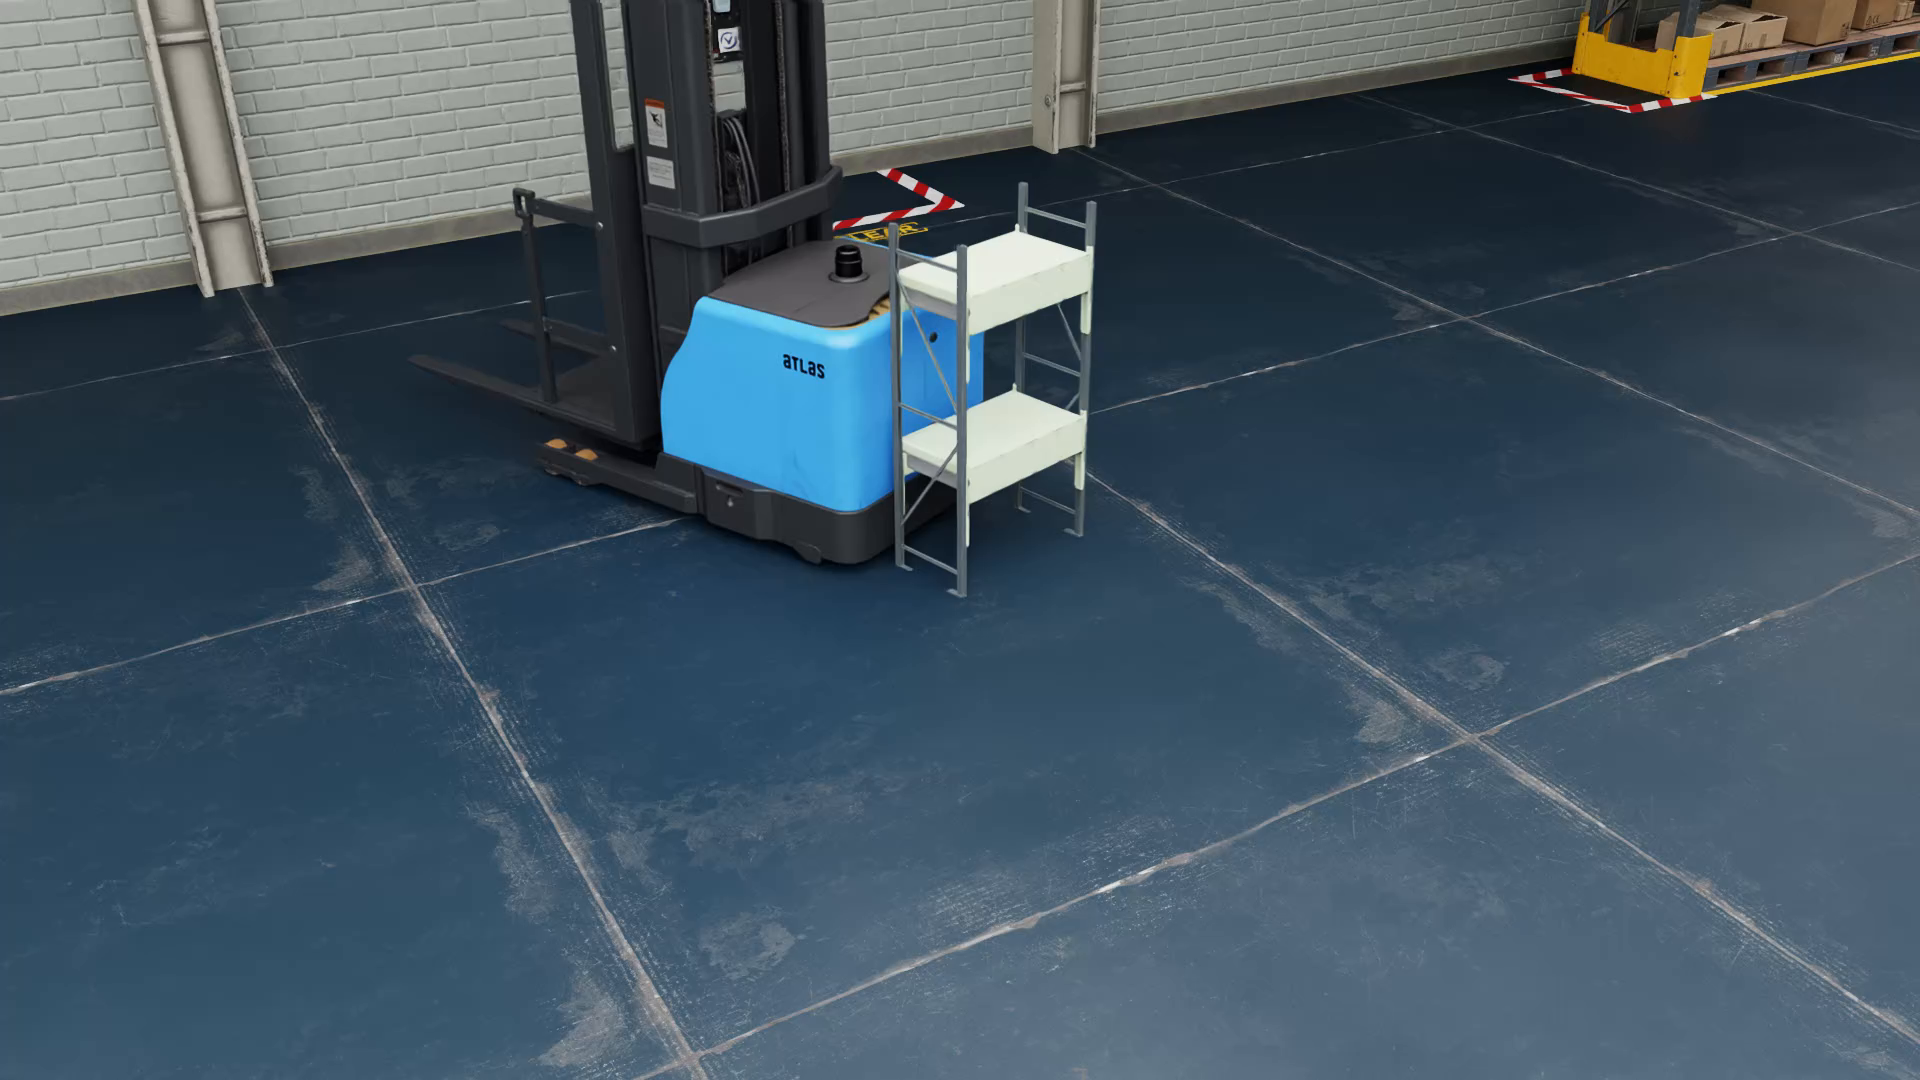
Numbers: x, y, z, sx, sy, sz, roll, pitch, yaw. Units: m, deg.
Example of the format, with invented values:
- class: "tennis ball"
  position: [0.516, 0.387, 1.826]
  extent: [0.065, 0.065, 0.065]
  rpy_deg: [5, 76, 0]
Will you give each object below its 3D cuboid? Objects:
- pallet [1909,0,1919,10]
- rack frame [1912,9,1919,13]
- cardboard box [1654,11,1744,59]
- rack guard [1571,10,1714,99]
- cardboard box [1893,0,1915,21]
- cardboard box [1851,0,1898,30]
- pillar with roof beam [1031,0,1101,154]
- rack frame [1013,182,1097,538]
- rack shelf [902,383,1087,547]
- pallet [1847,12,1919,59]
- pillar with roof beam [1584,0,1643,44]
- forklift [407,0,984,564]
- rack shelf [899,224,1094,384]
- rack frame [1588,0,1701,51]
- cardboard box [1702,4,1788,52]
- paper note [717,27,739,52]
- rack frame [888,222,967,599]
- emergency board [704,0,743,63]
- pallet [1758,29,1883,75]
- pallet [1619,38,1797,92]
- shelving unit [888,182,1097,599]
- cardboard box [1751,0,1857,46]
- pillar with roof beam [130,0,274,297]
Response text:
- class: "pallet"
  position: [9.916, -5.219, 16.489]
  extent: [1.213, 0.211, 1.003]
  rpy_deg: [-16, 33, -26]
- class: "rack frame"
  position: [9.245, -6.249, 15.469]
  extent: [0.127, 3.000, 1.000]
  rpy_deg: [-16, 33, -26]
- class: "cardboard box"
  position: [6.439, -4.417, 14.477]
  extent: [0.500, 0.311, 0.500]
  rpy_deg: [-20, 35, -32]
- class: "rack guard"
  position: [5.862, -4.194, 14.332]
  extent: [0.348, 0.500, 1.175]
  rpy_deg: [-16, 33, -26]
- class: "cardboard box"
  position: [8.799, -5.058, 15.787]
  extent: [0.250, 0.166, 0.380]
  rpy_deg: [-21, 35, -33]
- class: "cardboard box"
  position: [8.371, -5.076, 15.476]
  extent: [0.500, 0.500, 0.500]
  rpy_deg: [-19, 34, -30]
- class: "pillar with roof beam"
  position: [2.970, -5.166, 7.298]
  extent: [0.400, 9.000, 9.100]
  rpy_deg: [-16, 33, -26]
- class: "rack frame"
  position: [0.389, -0.738, 7.035]
  extent: [0.400, 1.500, 0.023]
  rpy_deg: [25, 38, 38]
- class: "rack shelf"
  position: [0.132, -0.326, 6.963]
  extent: [0.431, 0.370, 0.720]
  rpy_deg: [25, 38, 38]
- class: "pallet"
  position: [8.684, -4.849, 15.818]
  extent: [1.213, 0.211, 1.003]
  rpy_deg: [-16, 33, -26]
- class: "pillar with roof beam"
  position: [8.143, -6.635, 9.959]
  extent: [0.400, 9.000, 9.100]
  rpy_deg: [-16, 33, -26]
- class: "forklift"
  position: [-1.381, -1.724, 7.341]
  extent: [3.031, 2.935, 1.130]
  rpy_deg: [19, 34, 30]
- class: "rack shelf"
  position: [0.132, -0.953, 6.617]
  extent: [0.431, 0.370, 0.720]
  rpy_deg: [25, 38, 38]
- class: "rack frame"
  position: [5.796, -5.270, 13.695]
  extent: [0.127, 3.000, 1.000]
  rpy_deg: [-16, 33, -26]
- class: "cardboard box"
  position: [6.930, -4.557, 14.730]
  extent: [0.500, 0.311, 0.500]
  rpy_deg: [-13, 31, -22]
- class: "paper note"
  position: [-1.549, -3.344, 11.116]
  extent: [0.142, 0.148, 0.016]
  rpy_deg: [-16, 33, -26]
- class: "rack frame"
  position: [-0.124, -0.485, 6.577]
  extent: [0.400, 1.500, 0.023]
  rpy_deg: [25, 38, 38]
- class: "emergency board"
  position: [-1.361, -3.744, 10.929]
  extent: [0.643, 1.169, 0.194]
  rpy_deg: [-16, 33, -26]
- class: "pallet"
  position: [7.631, -4.548, 15.273]
  extent: [1.213, 0.211, 1.003]
  rpy_deg: [-16, 33, -26]
- class: "pallet"
  position: [6.580, -4.252, 14.736]
  extent: [1.213, 0.211, 1.003]
  rpy_deg: [-16, 33, -26]
- class: "shelving unit"
  position: [0.132, -0.612, 6.806]
  extent: [0.431, 1.500, 0.755]
  rpy_deg: [25, 38, 38]
- class: "cardboard box"
  position: [7.588, -4.798, 14.972]
  extent: [0.500, 0.500, 0.700]
  rpy_deg: [-18, 34, -29]
- class: "pillar with roof beam"
  position: [-2.203, -3.697, 4.636]
  extent: [0.400, 9.000, 9.100]
  rpy_deg: [-16, 33, -26]
